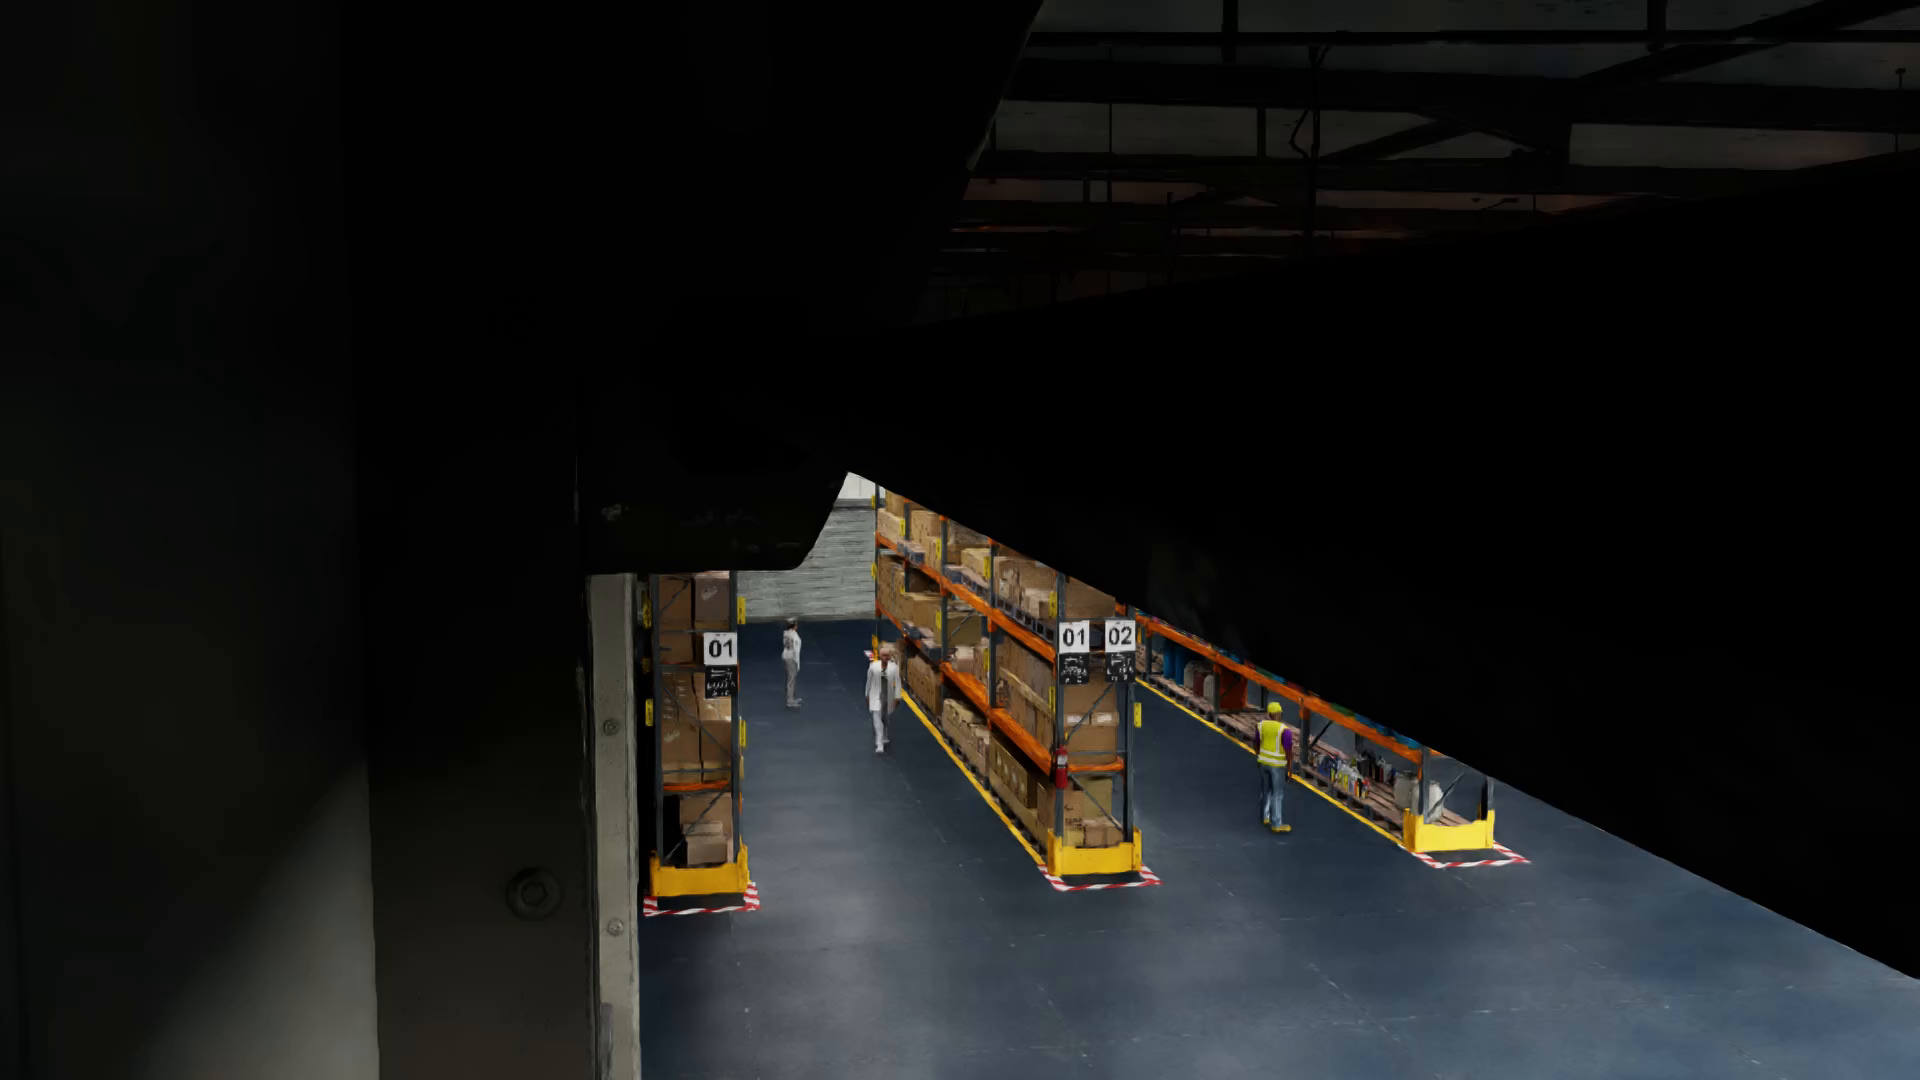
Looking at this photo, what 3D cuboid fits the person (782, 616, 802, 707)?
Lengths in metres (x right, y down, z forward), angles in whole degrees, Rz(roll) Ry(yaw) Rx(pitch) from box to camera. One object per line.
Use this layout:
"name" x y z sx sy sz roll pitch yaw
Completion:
"person" -3.126 2.273 31.283 0.427 1.683 0.553 -4 7 -33

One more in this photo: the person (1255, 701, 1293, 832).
"person" 4.347 3.086 22.900 0.452 1.768 0.632 -5 8 -41

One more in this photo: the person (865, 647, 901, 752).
"person" -1.267 2.624 27.719 0.588 1.700 1.193 -1 6 -13
